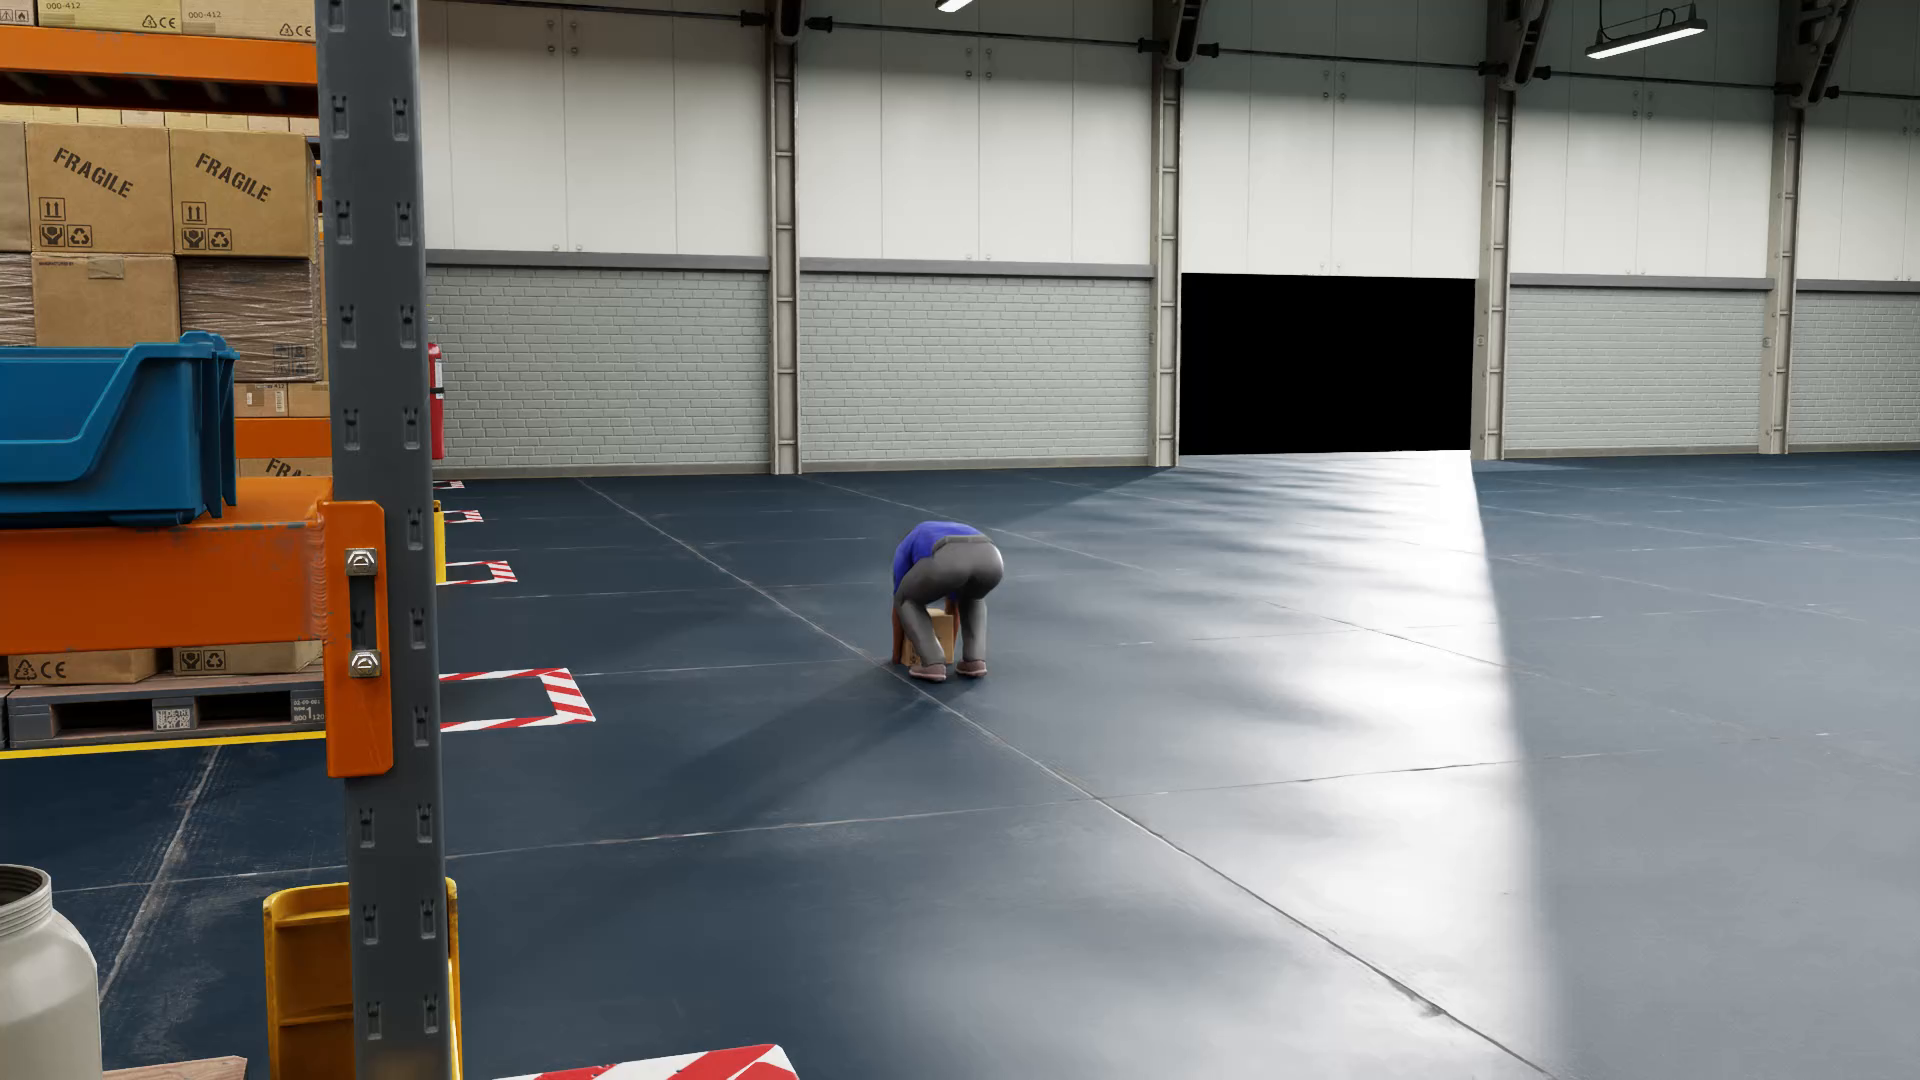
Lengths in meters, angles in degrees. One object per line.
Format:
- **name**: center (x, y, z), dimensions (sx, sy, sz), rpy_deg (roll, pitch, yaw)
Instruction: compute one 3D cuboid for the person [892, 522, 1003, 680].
- **person**: center (-0.095, 0.297, 8.241), dimensions (0.462, 0.775, 0.871), rpy_deg (-2, 6, -21)
